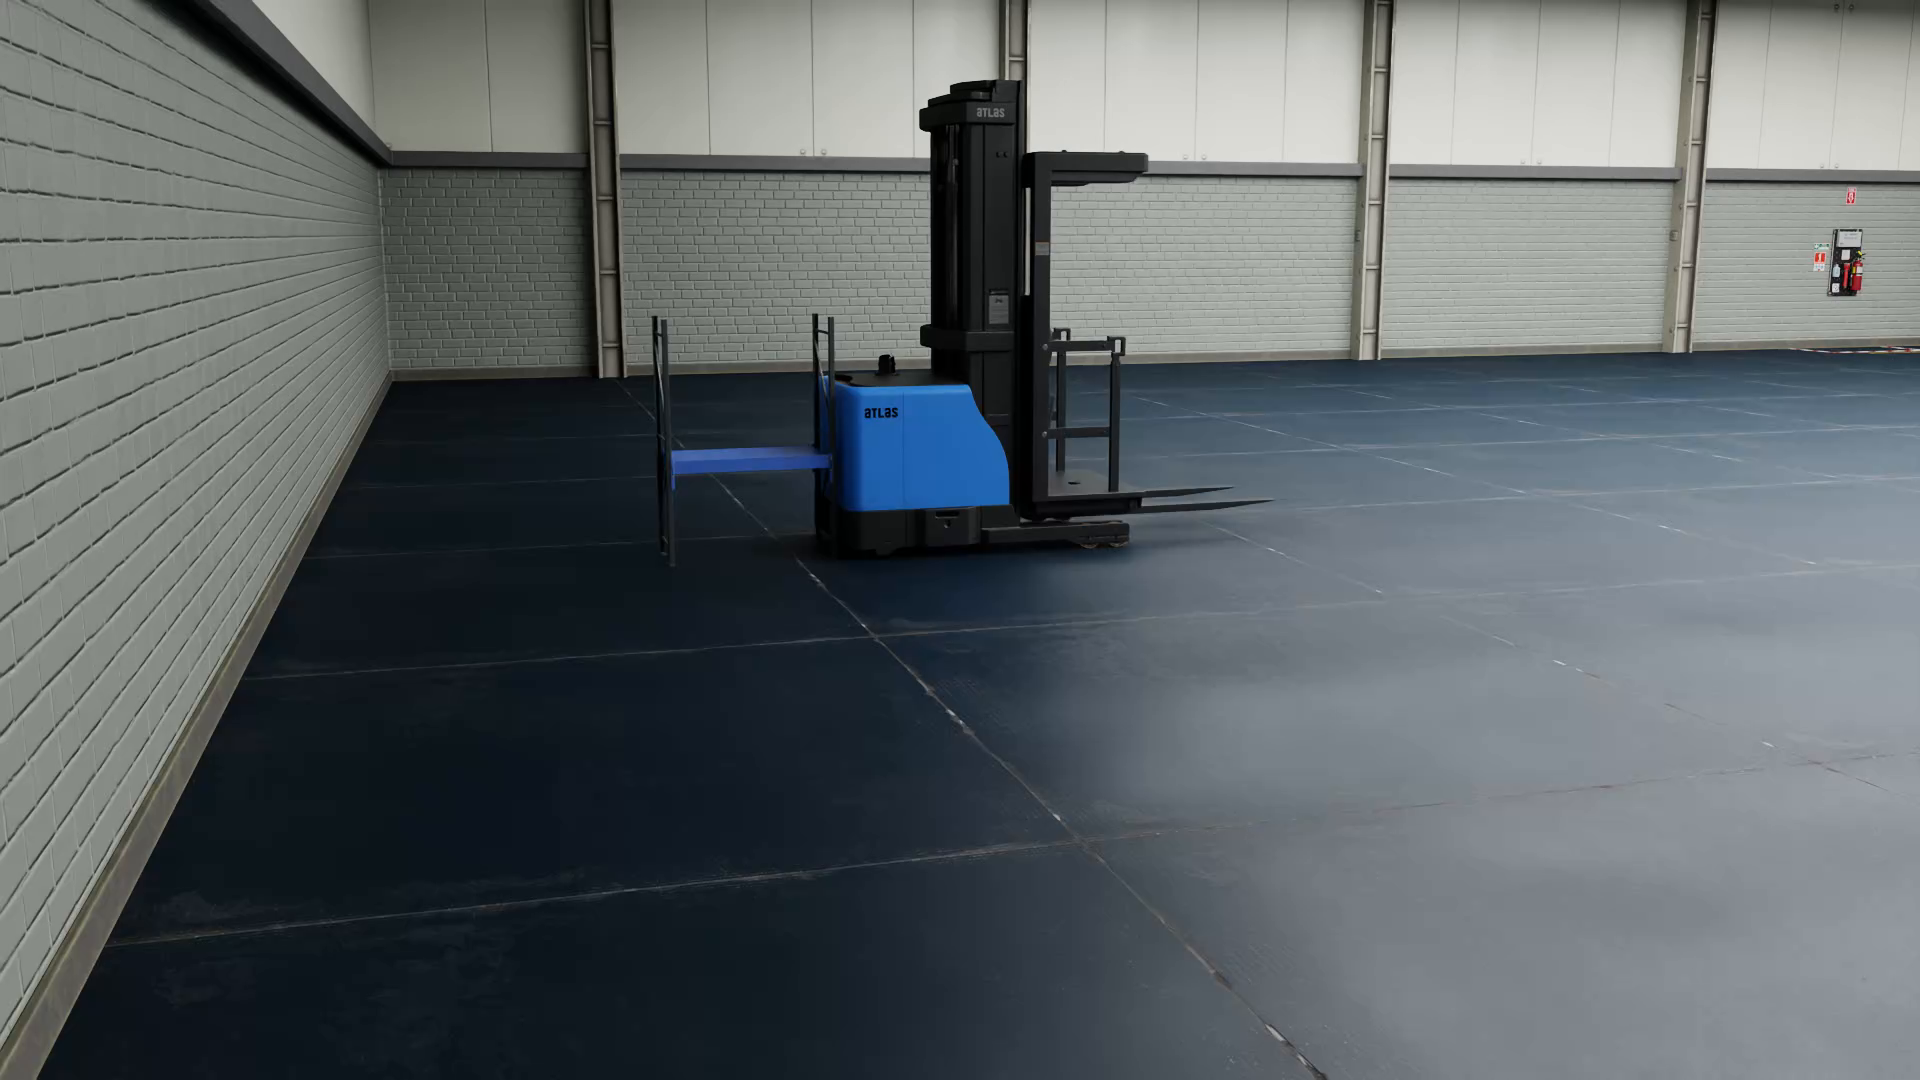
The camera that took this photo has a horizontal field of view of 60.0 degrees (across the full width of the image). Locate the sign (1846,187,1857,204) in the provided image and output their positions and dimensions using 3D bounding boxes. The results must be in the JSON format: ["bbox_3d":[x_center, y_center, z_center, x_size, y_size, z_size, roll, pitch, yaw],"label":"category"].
[{"bbox_3d":[15.672,-6.054,29.242,0.199,0.298,0.001,-3,11,-16],"label":"sign"}]

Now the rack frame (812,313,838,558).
[{"bbox_3d":[-0.859,-0.670,10.545,0.032,1.500,0.500,-3,11,-17],"label":"rack frame"}]

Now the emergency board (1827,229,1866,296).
[{"bbox_3d":[15.708,-4.897,29.360,0.643,1.169,0.194,-3,11,-16],"label":"emergency board"}]

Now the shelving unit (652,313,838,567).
[{"bbox_3d":[-1.344,-0.643,10.397,1.048,1.500,0.538,-3,11,-17],"label":"shelving unit"}]

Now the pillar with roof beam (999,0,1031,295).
[{"bbox_3d":[2.012,-6.306,20.448,0.400,9.000,9.100,-3,11,-16],"label":"pillar with roof beam"}]

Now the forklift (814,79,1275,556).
[{"bbox_3d":[0.597,-1.474,10.960,3.031,2.935,1.130,-3,11,-17],"label":"forklift"}]

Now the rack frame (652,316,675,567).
[{"bbox_3d":[-1.830,-0.616,10.249,0.032,1.500,0.500,-3,11,-17],"label":"rack frame"}]

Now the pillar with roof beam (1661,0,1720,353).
[{"bbox_3d":[13.534,-6.914,23.746,0.400,9.000,9.100,-3,11,-16],"label":"pillar with roof beam"}]

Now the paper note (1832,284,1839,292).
[{"bbox_3d":[15.519,-4.467,29.457,0.142,0.148,0.016,-3,11,-16],"label":"paper note"}]

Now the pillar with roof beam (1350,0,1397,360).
[{"bbox_3d":[7.773,-6.610,22.097,0.400,9.000,9.100,-3,11,-16],"label":"pillar with roof beam"}]

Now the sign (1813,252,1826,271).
[{"bbox_3d":[15.148,-4.904,29.303,0.234,0.329,0.001,-3,11,-16],"label":"sign"}]

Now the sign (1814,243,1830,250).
[{"bbox_3d":[15.155,-5.164,29.248,0.331,0.109,0.001,-3,11,-16],"label":"sign"}]

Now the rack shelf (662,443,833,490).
[{"bbox_3d":[-1.344,-0.466,10.429,1.000,0.185,0.538,-3,11,-17],"label":"rack shelf"}]

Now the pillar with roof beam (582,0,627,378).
[{"bbox_3d":[-3.749,-6.003,18.798,0.400,9.000,9.100,-3,11,-16],"label":"pillar with roof beam"}]
